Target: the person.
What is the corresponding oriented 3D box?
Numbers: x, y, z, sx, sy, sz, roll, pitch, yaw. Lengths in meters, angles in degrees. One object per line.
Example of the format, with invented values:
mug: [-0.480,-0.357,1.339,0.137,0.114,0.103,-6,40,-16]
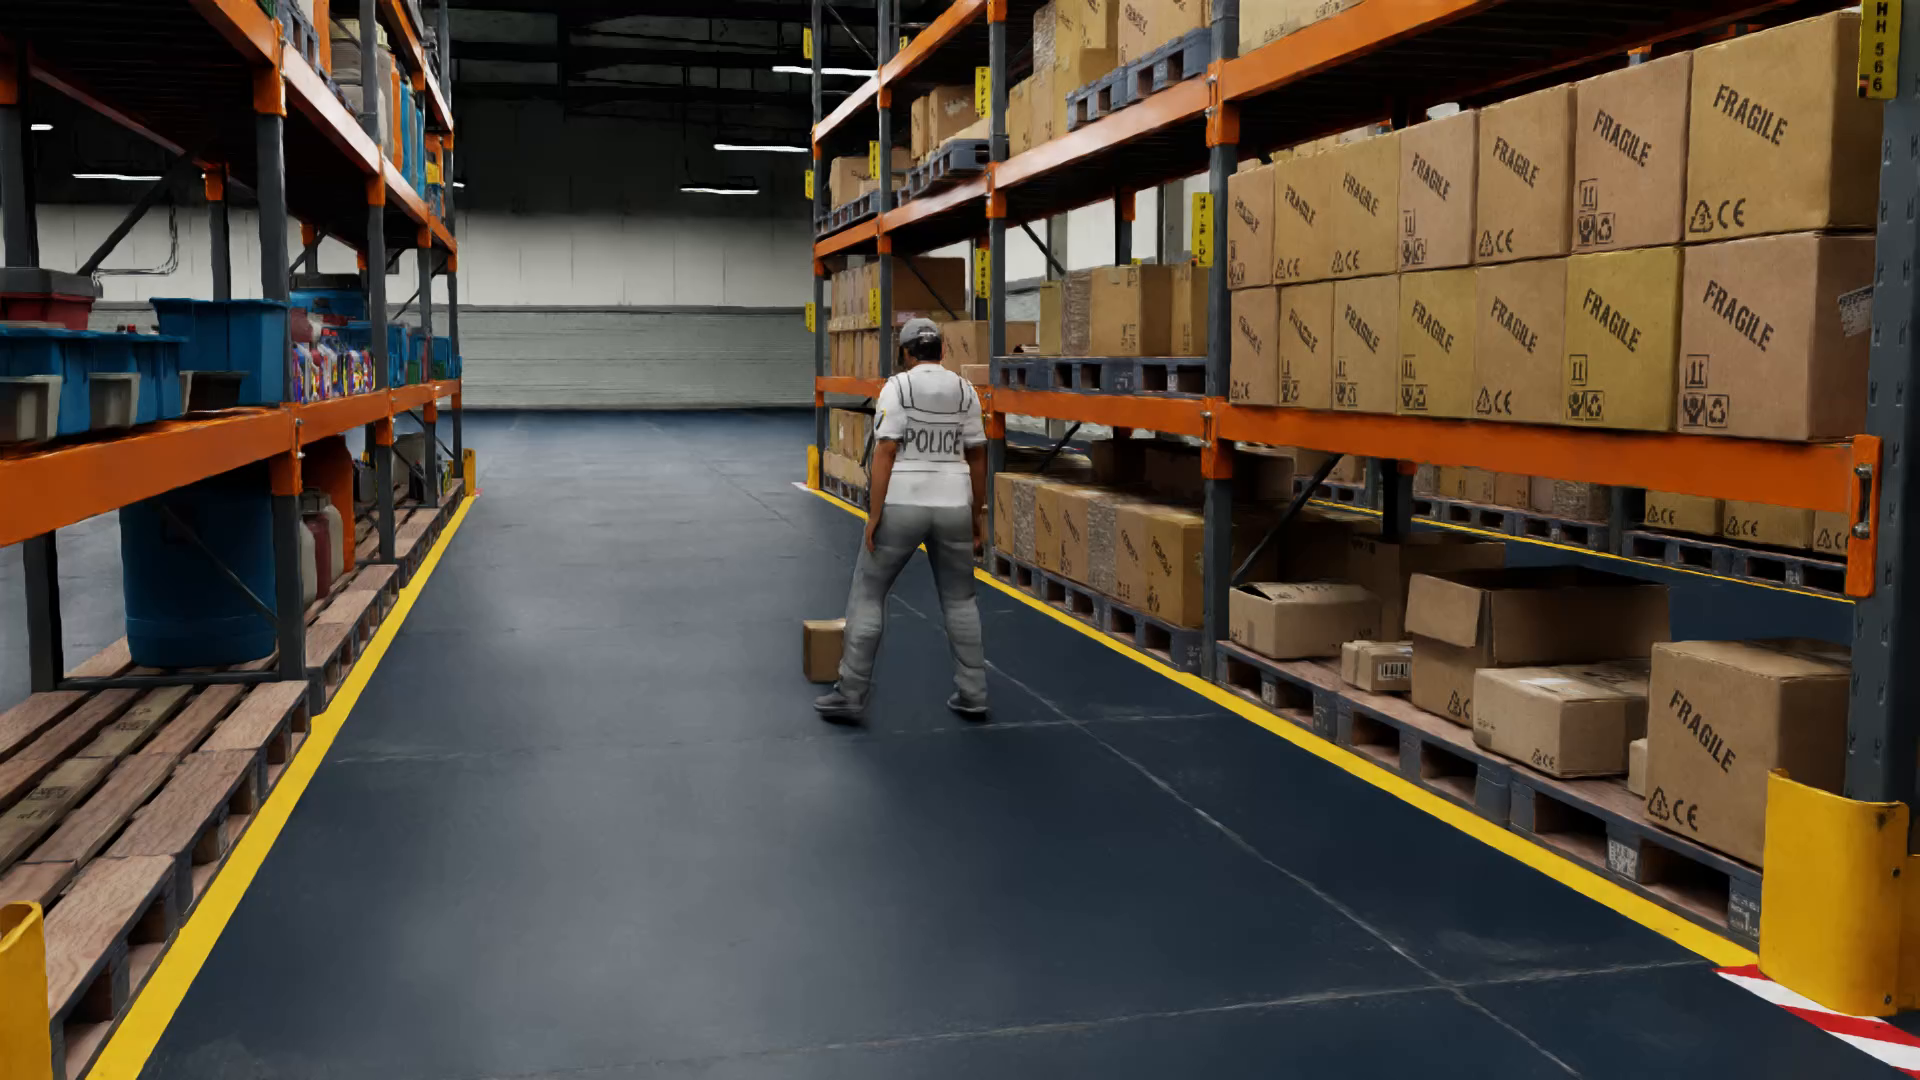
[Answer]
person: [-0.230,-0.089,6.885,0.687,1.653,0.475,-3,7,-25]
